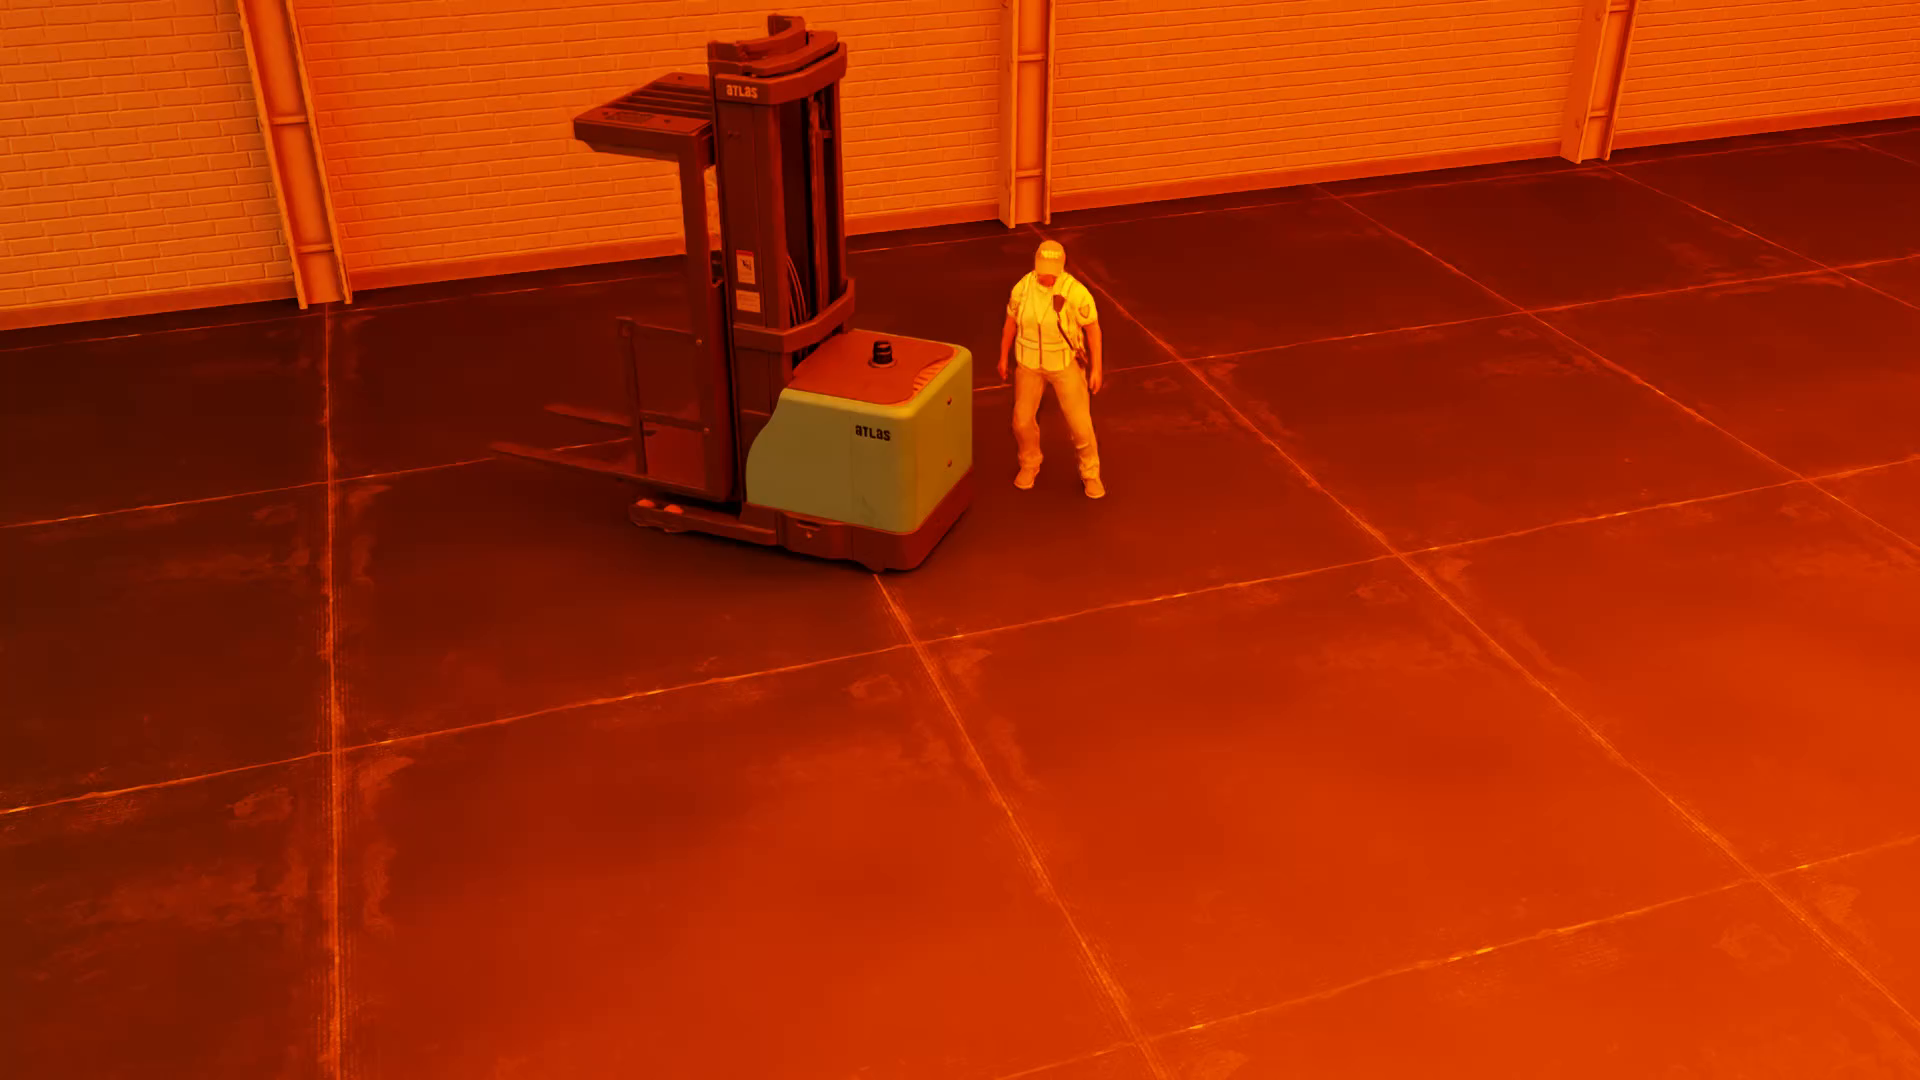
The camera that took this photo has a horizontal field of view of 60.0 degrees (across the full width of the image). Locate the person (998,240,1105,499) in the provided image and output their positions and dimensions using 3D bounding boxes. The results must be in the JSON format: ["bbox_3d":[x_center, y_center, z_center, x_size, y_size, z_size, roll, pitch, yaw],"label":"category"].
[{"bbox_3d":[0.579,-1.066,10.236,0.740,1.643,0.444,10,32,17],"label":"person"}]

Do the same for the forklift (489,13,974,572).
[{"bbox_3d":[-1.481,-1.543,9.769,3.031,2.935,1.130,11,32,19],"label":"forklift"}]
